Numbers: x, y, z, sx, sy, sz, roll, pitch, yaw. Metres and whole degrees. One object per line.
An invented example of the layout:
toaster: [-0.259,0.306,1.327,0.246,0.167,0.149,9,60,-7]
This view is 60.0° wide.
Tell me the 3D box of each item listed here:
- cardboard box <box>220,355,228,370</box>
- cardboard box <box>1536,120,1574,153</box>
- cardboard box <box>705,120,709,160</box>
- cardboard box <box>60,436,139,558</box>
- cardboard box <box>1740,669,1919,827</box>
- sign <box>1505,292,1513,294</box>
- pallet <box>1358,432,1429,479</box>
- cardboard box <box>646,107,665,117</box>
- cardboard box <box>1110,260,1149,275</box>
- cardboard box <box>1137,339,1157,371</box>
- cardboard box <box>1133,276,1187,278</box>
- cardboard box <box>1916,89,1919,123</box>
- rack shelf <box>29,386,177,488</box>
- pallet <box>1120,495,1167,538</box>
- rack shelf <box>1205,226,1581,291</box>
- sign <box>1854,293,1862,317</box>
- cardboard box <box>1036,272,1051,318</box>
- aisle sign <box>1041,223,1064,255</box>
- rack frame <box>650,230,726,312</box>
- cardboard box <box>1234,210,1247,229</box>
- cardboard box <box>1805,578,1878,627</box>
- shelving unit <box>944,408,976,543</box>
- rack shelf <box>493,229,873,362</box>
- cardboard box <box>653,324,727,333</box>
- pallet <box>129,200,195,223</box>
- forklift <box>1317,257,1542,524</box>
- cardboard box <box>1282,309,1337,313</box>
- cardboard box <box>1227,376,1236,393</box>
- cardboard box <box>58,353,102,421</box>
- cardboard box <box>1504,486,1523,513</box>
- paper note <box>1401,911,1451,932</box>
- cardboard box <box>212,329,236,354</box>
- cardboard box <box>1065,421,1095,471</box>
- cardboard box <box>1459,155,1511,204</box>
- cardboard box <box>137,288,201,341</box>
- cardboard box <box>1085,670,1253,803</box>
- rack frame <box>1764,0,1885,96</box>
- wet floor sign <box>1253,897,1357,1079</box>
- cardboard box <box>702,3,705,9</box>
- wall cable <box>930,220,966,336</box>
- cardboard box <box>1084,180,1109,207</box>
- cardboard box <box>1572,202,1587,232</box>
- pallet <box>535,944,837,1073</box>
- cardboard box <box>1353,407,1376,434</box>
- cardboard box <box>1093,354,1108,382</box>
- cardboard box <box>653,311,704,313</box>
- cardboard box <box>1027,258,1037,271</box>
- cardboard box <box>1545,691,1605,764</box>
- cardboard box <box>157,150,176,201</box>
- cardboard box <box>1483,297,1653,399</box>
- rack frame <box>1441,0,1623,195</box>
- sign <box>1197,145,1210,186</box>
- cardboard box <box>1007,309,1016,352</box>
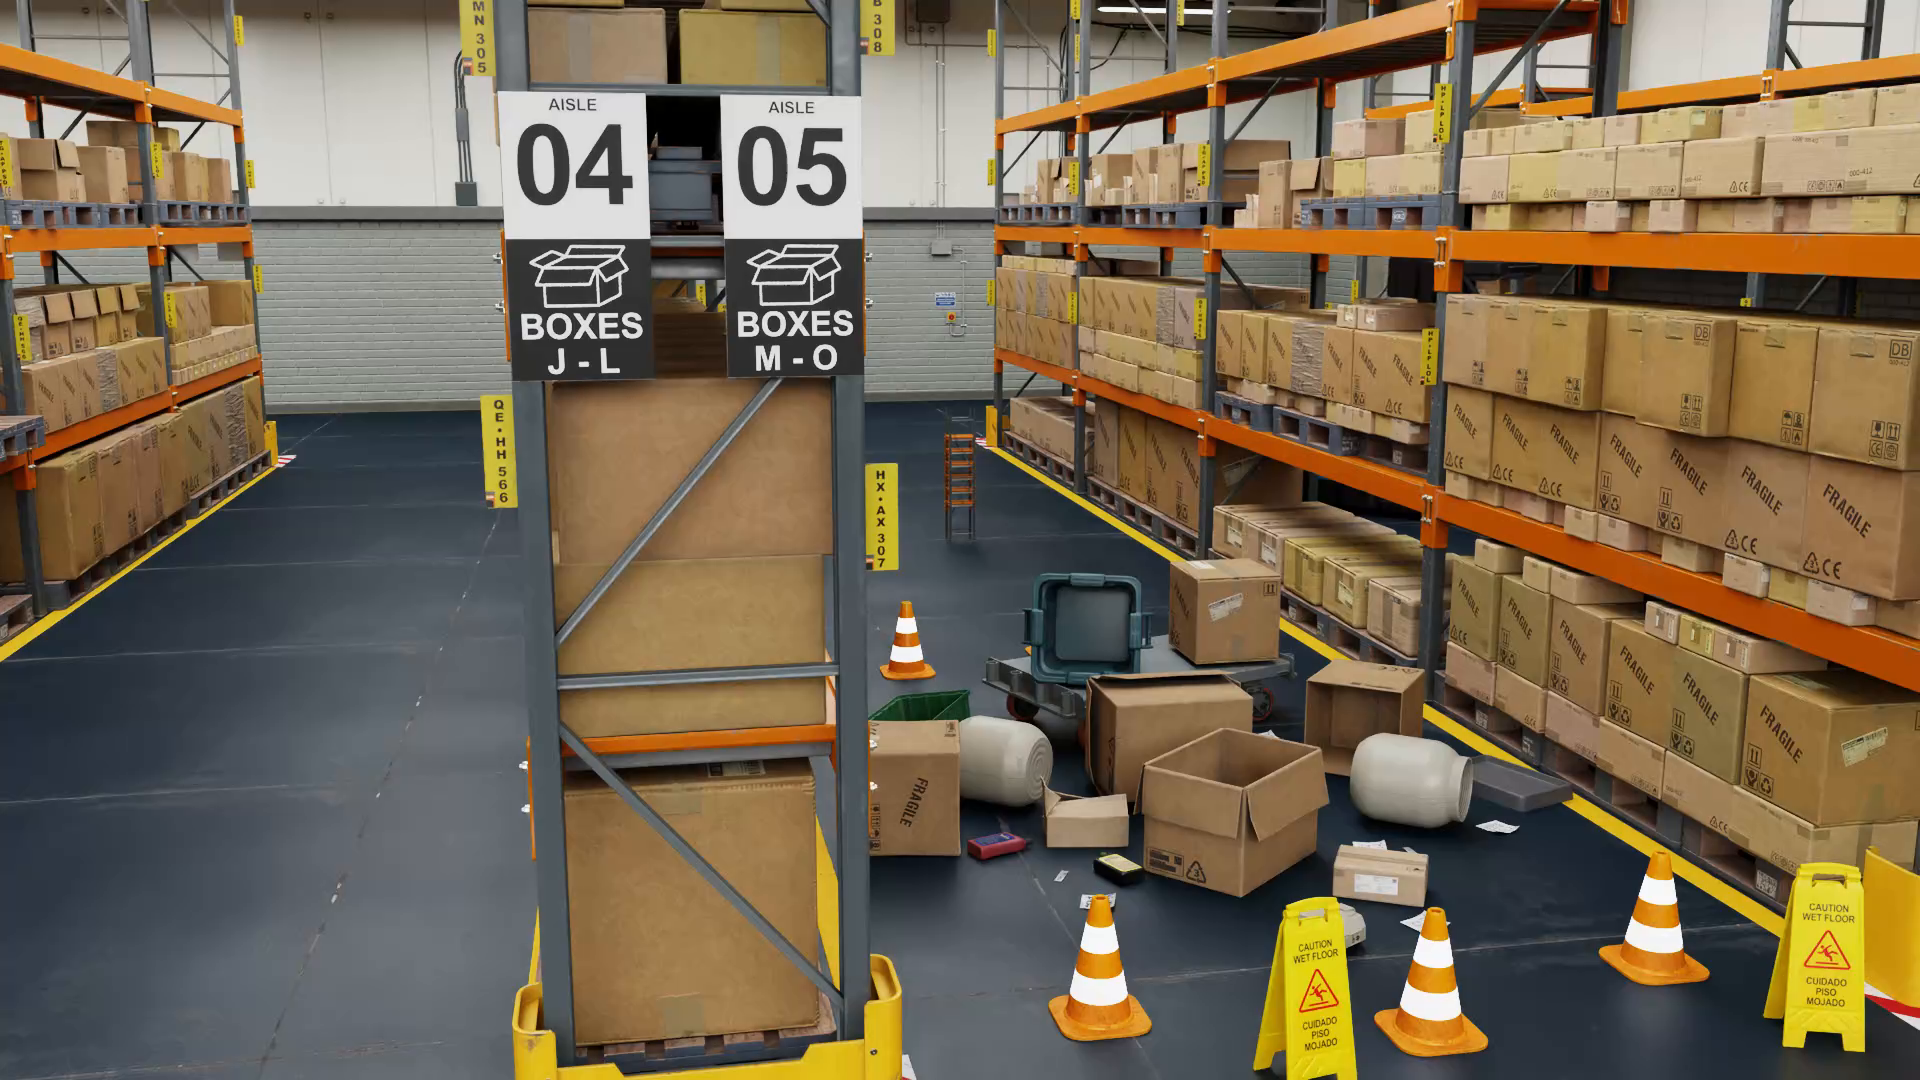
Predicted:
cardboard box: [-8.089,-1.901,17.834,0.380,0.149,0.250,-2,11,-10]
cardboard box: [3.164,-2.045,8.437,0.380,0.149,0.250,-2,11,-11]
cardboard box: [-0.731,-1.451,6.056,0.380,0.149,0.250,-2,11,-11]
cardboard box: [-7.502,-0.345,13.544,1.225,0.875,0.875,-2,11,-11]
cardboard box: [3.642,0.855,6.910,0.500,0.500,0.500,-2,11,-11]
sign: [6.057,-2.570,18.363,0.100,0.325,0.005,-2,11,-11]
pallet: [3.270,-0.569,10.676,1.003,0.211,1.213,-2,11,-11]
cardboard box: [-1.248,-1.558,5.554,0.500,0.250,0.500,-2,11,-11]
cardboard box: [1.848,-2.958,18.037,0.380,0.149,0.250,-2,11,-10]
cardboard box: [1.932,-1.690,15.117,0.500,0.250,0.500,-2,11,-12]
cardboard box: [2.053,-2.452,17.118,0.500,0.500,0.500,-2,11,-9]
cardboard box: [3.699,-1.577,5.978,0.380,0.149,0.250,-2,11,-10]
rack shelf: [-7.612,-0.904,13.850,1.077,0.370,4.000,-2,11,-11]
pallet: [2.185,-0.252,15.957,1.003,0.211,1.213,-2,11,-11]
rack shelf: [2.887,-2.005,11.608,1.077,0.370,4.000,-2,11,-11]
sign: [7.910,-2.022,14.701,0.100,0.325,0.005,-2,11,-11]
cardboard box: [1.158,-2.788,18.881,0.500,0.500,0.500,-2,11,-10]
aisle sign: [1.232,-4.020,21.343,0.394,0.787,0.004,-2,11,-11]
rack frame: [-1.560,-0.319,8.851,1.000,3.000,0.127,-2,11,-11]
cardboard box: [2.393,-2.538,13.156,0.380,0.149,0.250,-2,11,-11]
cardboard box: [3.613,0.236,6.606,0.380,0.149,0.250,-2,11,-12]
shelving unit: [0.003,-0.587,15.070,0.258,1.200,0.189,-2,11,-11]
rack shelf: [-1.171,-1.072,6.711,1.077,0.370,4.000,-2,11,-11]
cardboard box: [-1.331,-0.654,7.320,0.875,0.550,0.550,-2,11,-11]
pallet: [-8.150,-3.205,16.228,1.003,0.211,1.213,-2,11,-11]
forklift: [4.943,-1.672,16.143,3.031,2.935,1.130,9,14,39]
cardboard box: [2.859,-1.580,13.287,0.500,0.500,0.500,-2,11,-13]
cardboard box: [2.379,-1.268,13.384,0.380,0.149,0.250,-3,11,-14]
cardboard box: [-7.256,-1.227,13.356,0.500,0.500,0.500,-2,11,-12]
cardboard box: [3.204,-0.233,9.069,0.380,0.149,0.250,-2,11,-11]
paper note: [1.918,1.573,6.848,0.148,0.019,0.142,-6,13,-31]
cardboard box: [-8.227,-2.165,18.155,0.500,0.250,0.500,-3,11,-13]
cardboard box: [1.703,-1.052,18.429,0.875,0.438,0.875,-2,11,-12]
cardboard box: [3.093,-1.973,9.124,0.500,0.250,0.500,-2,11,-12]
cardboard box: [-7.931,-2.253,16.612,0.500,0.500,0.500,-2,11,-11]
cardboard box: [1.039,0.974,8.369,0.797,0.637,0.503,-2,11,-11]
rack frame: [7.366,-4.380,14.140,1.000,3.000,0.127,-2,11,-11]
wet floor sign: [1.166,1.504,5.567,0.267,0.644,0.232,-4,12,-21]
cardboard box: [-0.731,-1.842,5.979,0.380,0.149,0.250,-2,11,-12]
wall cable: [-0.178,-4.266,26.788,0.585,1.953,0.123,-2,11,-11]
cardboard box: [1.474,-3.494,16.747,0.396,0.266,0.258,-2,11,-12]
cardboard box: [3.299,-1.613,8.301,0.380,0.149,0.250,-2,11,-13]
pallet: [-1.014,1.641,6.013,1.003,0.211,1.213,-2,11,-11]
cardboard box: [2.786,-0.780,10.820,0.380,0.149,0.250,-2,11,-12]
cardboard box: [1.649,-1.726,16.644,0.500,0.250,0.500,-2,11,-12]
cardboard box: [-1.862,-1.137,10.208,0.700,0.500,0.500,-2,11,-11]
cardboard box: [1.000,-3.216,19.396,0.380,0.149,0.250,-2,11,-12]
cardboard box: [3.347,0.939,8.469,0.500,0.250,0.500,-2,11,-12]
cardboard box: [-8.312,-3.643,16.633,0.700,0.500,0.500,-2,11,-8]
cardboard box: [3.227,-1.021,8.802,0.700,0.500,0.500,-2,11,-11]
rack frame: [3.276,-3.465,9.333,1.000,3.000,0.127,-2,11,-11]
sign: [1.952,-2.999,13.314,0.100,0.325,0.005,-2,11,-11]
cardboard box: [0.879,-2.577,20.449,0.500,0.500,0.500,-2,11,-12]
